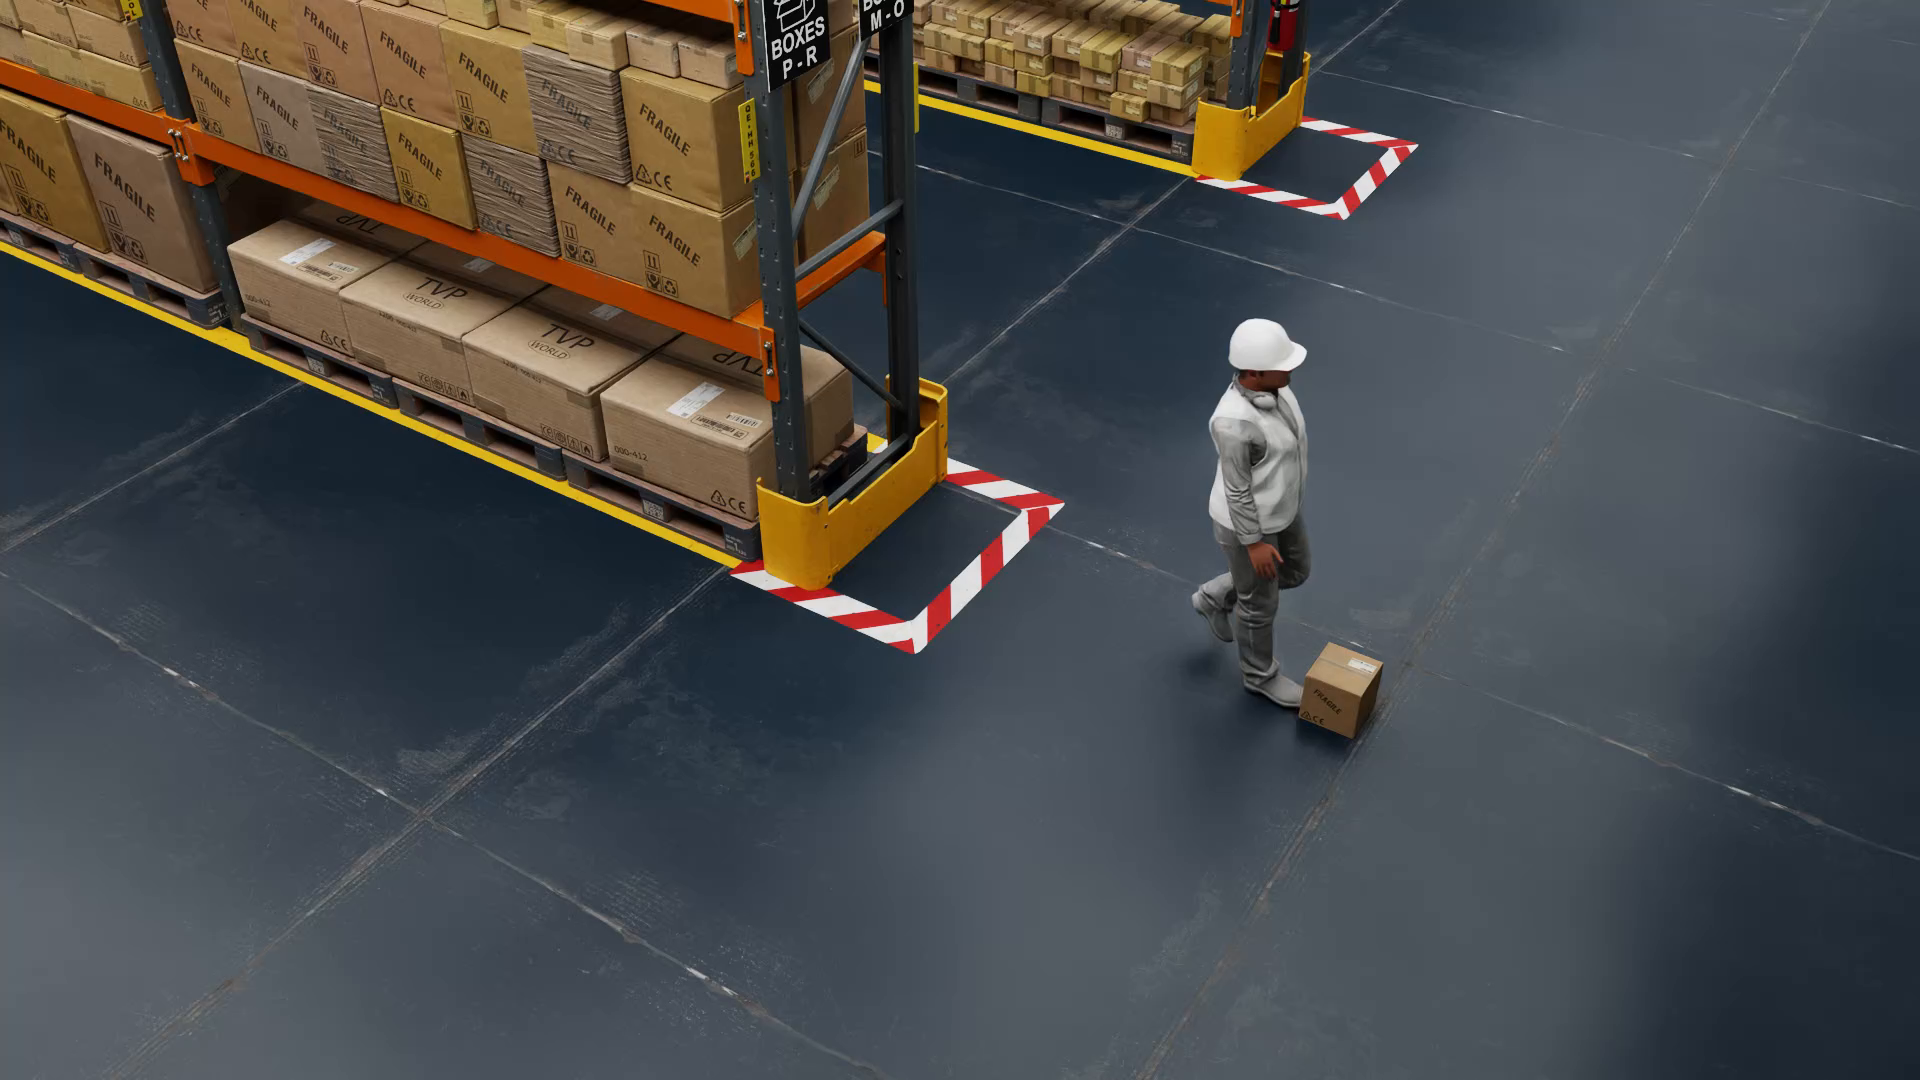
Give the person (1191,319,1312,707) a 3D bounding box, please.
[{"bbox_3d":[1.258,-0.113,6.787,0.630,1.763,0.564,18,42,21],"label":"person"}]
